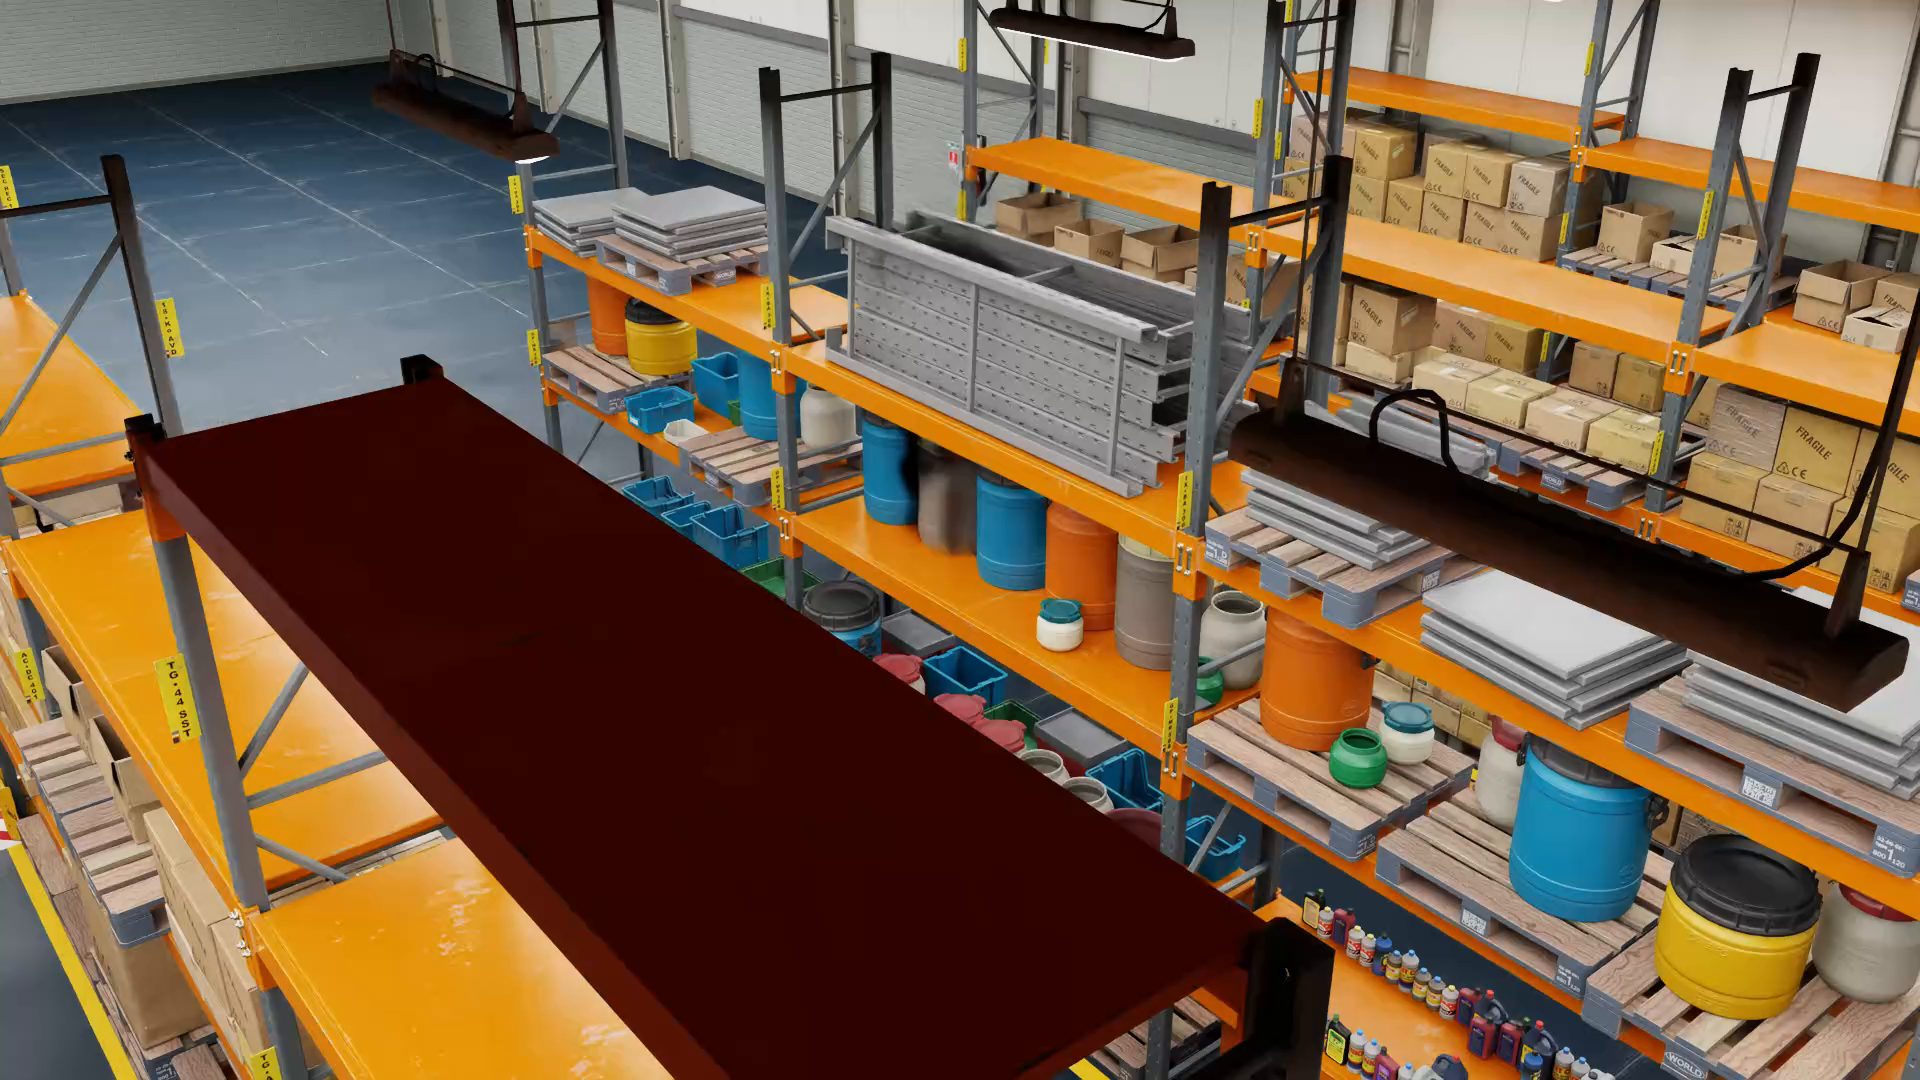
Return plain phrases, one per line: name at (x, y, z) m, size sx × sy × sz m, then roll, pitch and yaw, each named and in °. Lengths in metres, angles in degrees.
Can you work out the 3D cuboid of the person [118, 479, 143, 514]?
person at (-8.313, -0.284, 16.814) m, size 0.899 × 1.823 × 0.697 m, roll -2°, pitch 26°, yaw -3°
